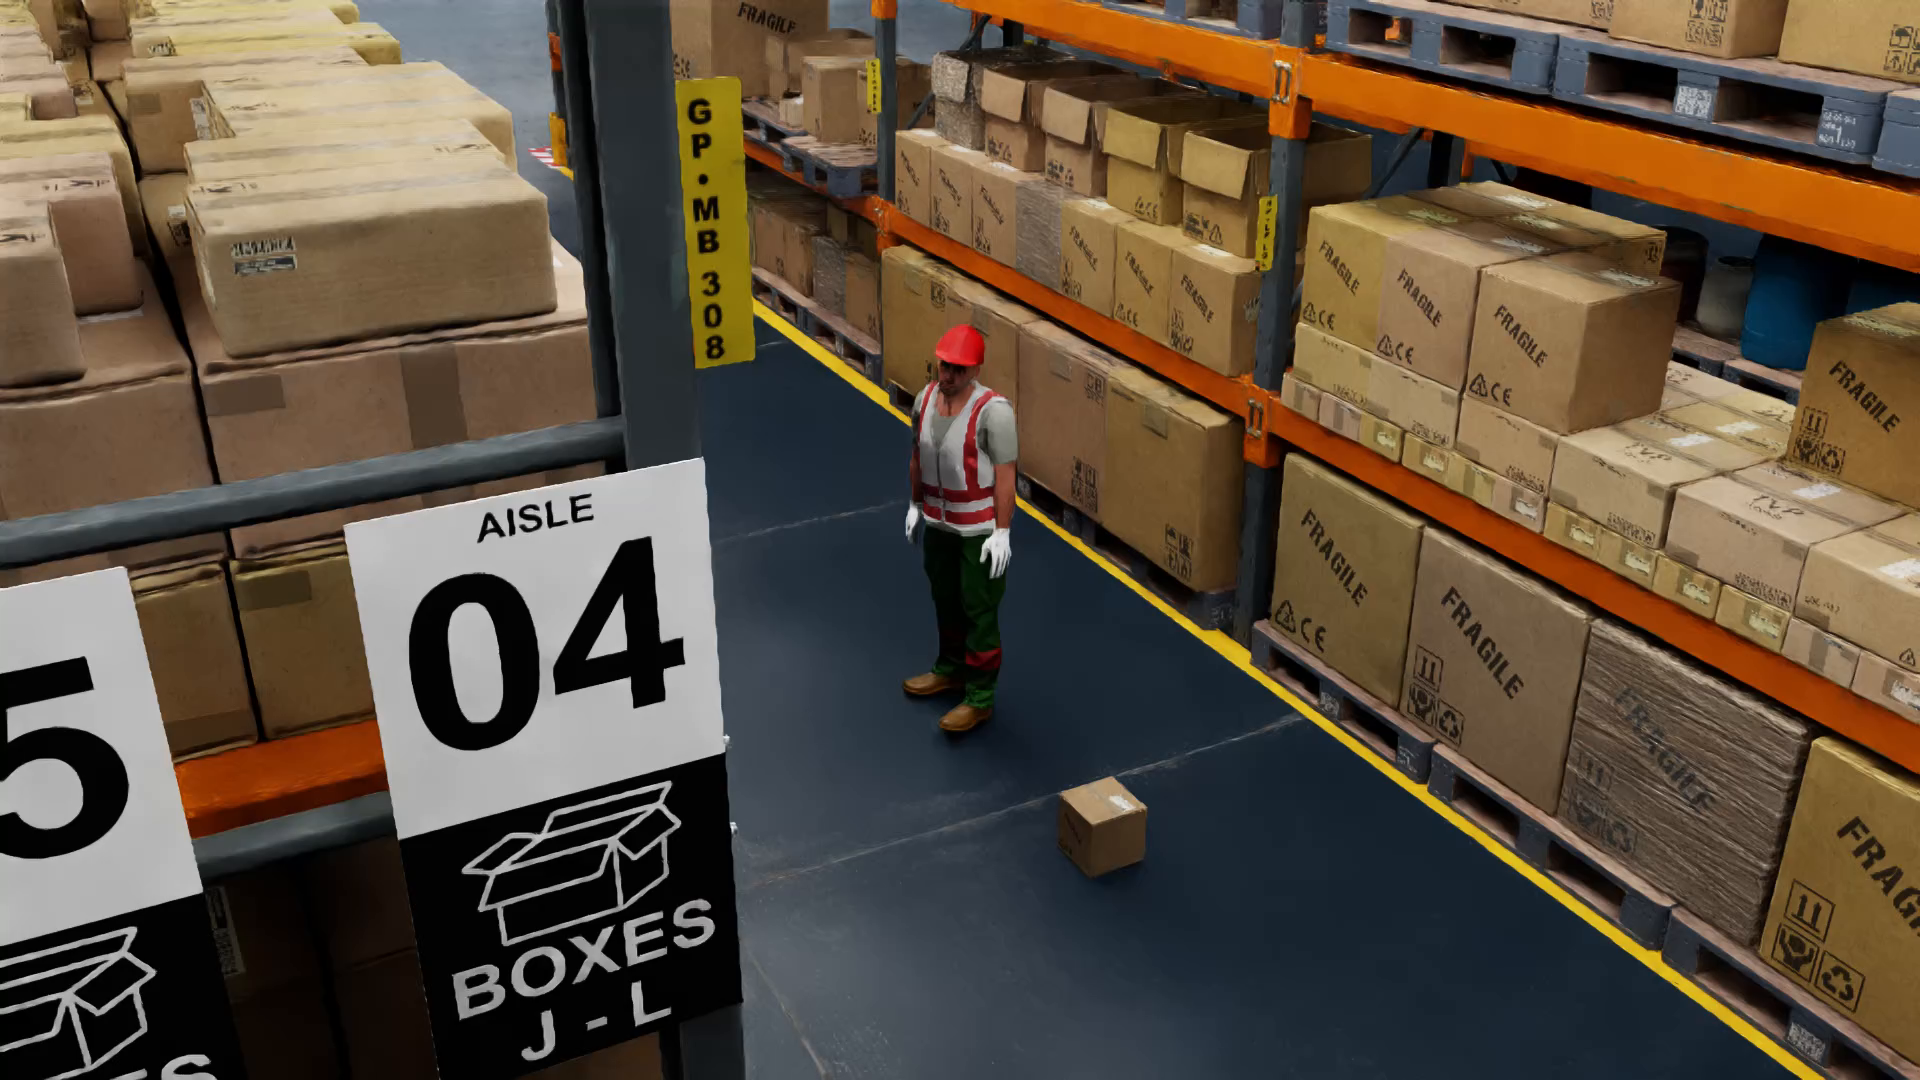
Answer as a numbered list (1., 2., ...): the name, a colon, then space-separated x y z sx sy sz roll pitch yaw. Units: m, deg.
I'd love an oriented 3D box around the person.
1. person: -0.030 -0.049 7.110 0.620 1.794 0.465 20 32 36
